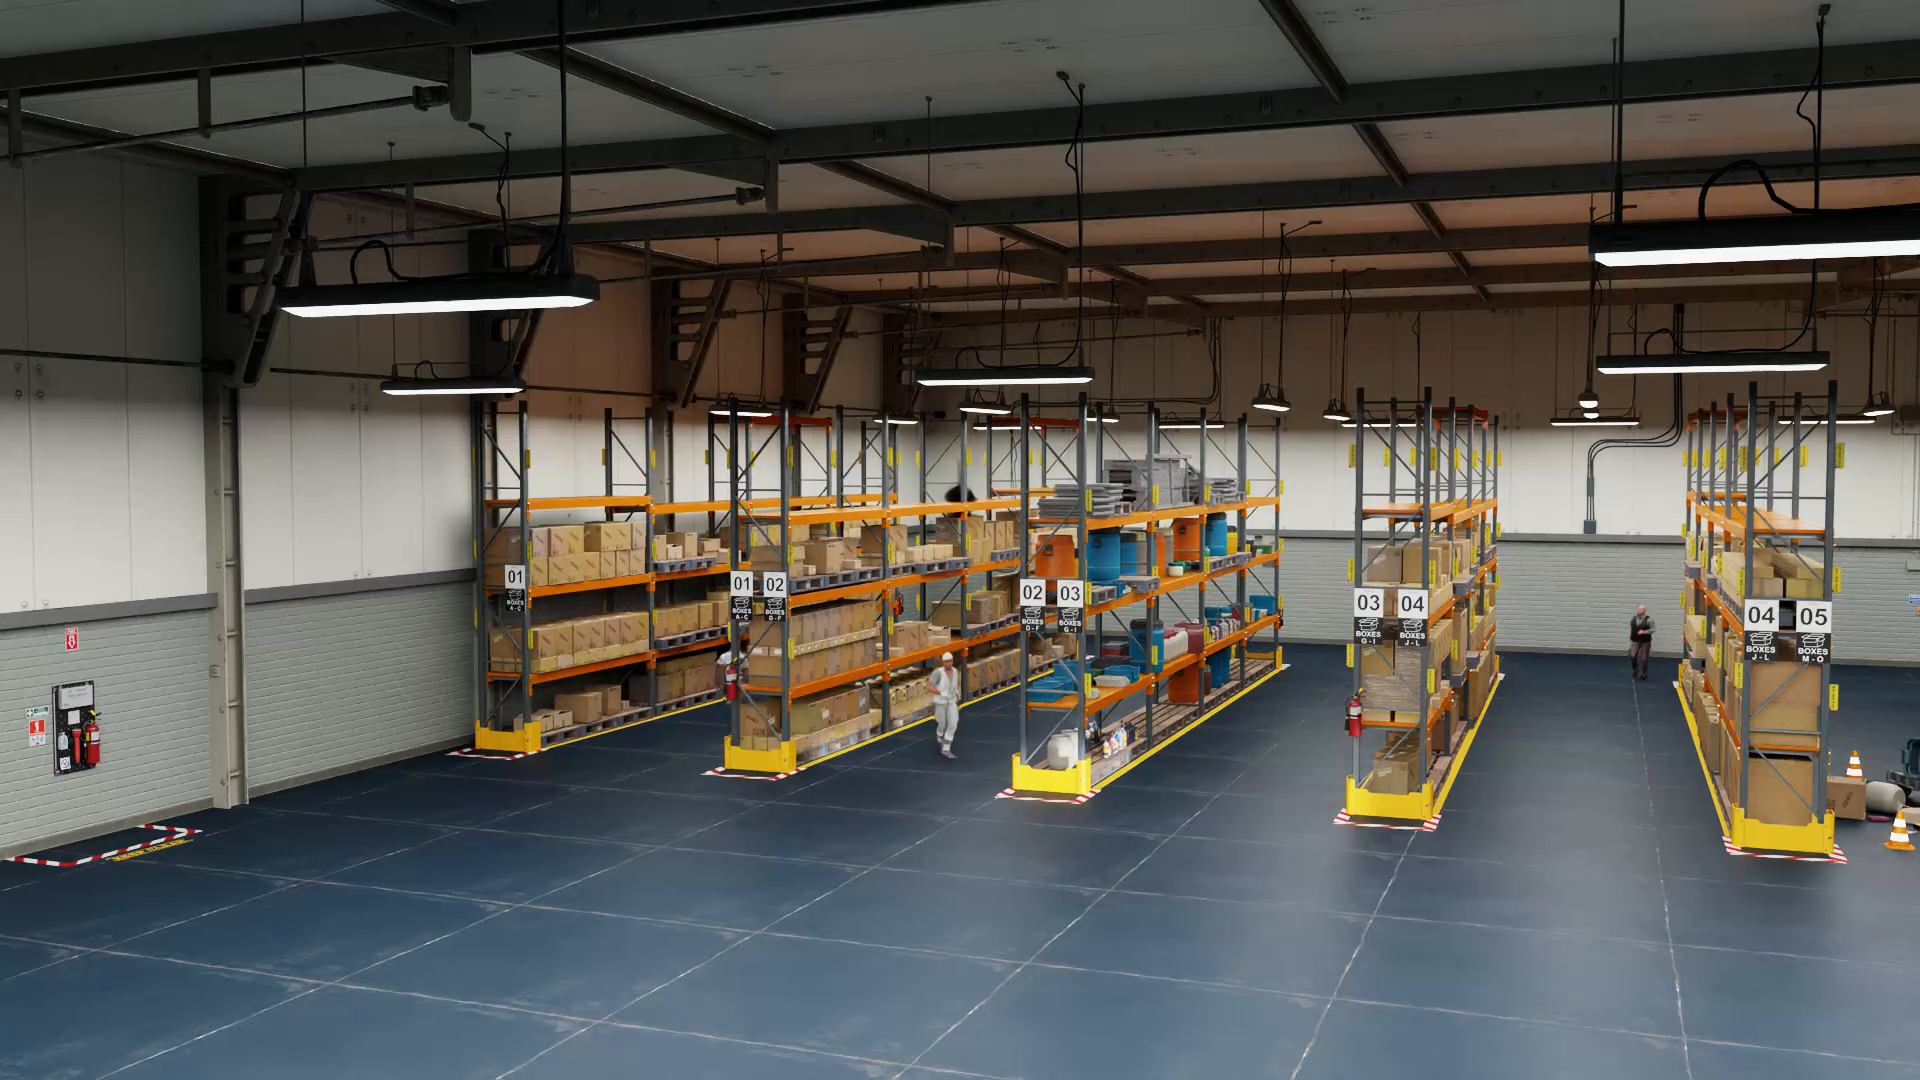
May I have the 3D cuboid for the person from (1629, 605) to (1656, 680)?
[{"bbox_3d":[15.368,2.318,37.520,0.625,1.709,0.689,2,4,38],"label":"person"}]

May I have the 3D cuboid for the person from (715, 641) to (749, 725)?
[{"bbox_3d":[-4.277,2.673,31.204,0.647,1.646,0.515,0,3,-1],"label":"person"}]

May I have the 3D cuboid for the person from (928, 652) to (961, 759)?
[{"bbox_3d":[-0.295,2.751,28.037,0.625,1.765,0.855,-1,3,-20],"label":"person"}]
